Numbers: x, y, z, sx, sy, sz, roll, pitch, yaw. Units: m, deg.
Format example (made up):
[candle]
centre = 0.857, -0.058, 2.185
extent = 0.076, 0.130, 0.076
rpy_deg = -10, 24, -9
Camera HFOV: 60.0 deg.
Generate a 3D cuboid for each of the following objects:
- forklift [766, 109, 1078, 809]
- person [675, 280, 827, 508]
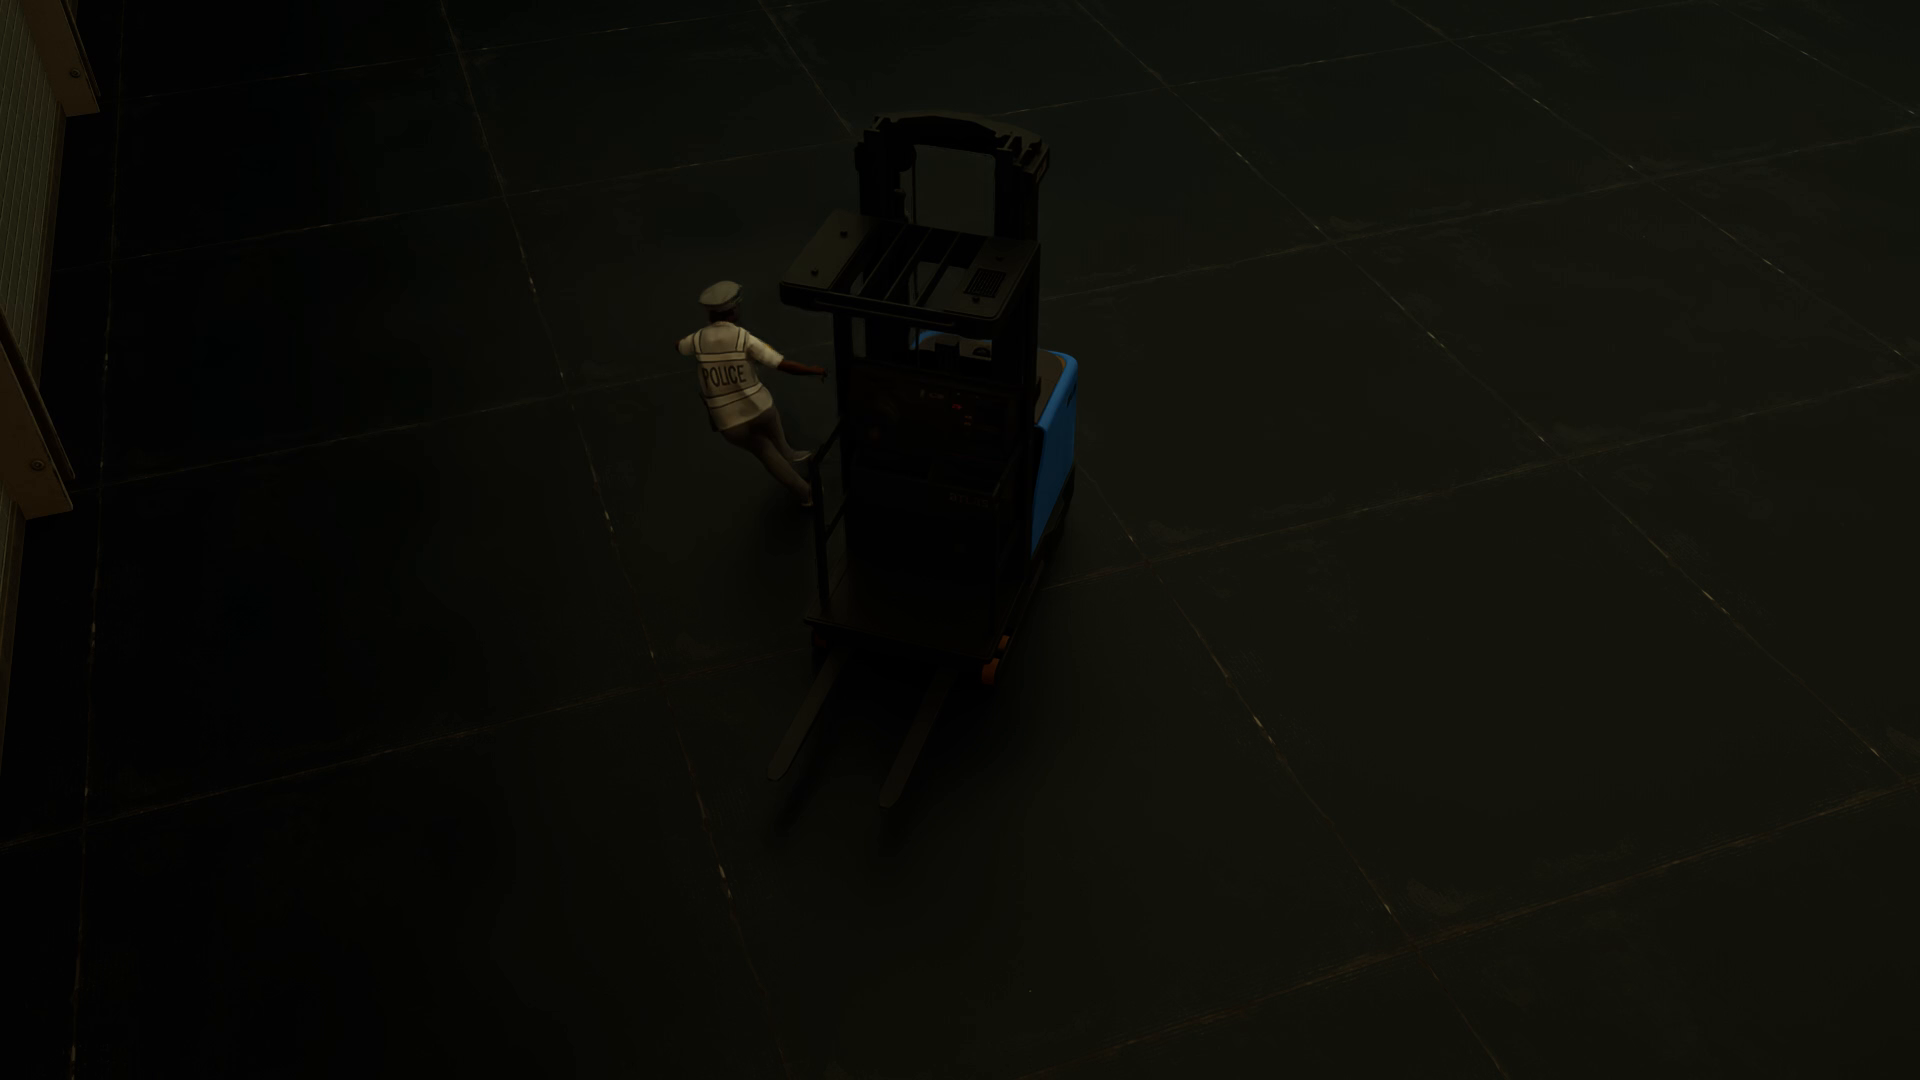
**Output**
[forklift]
centre = -0.211, -0.598, 8.708
extent = 1.130, 2.935, 3.031
rpy_deg = 12, 41, 13
[person]
centre = -1.267, -0.920, 10.276
extent = 0.899, 1.432, 0.848
rpy_deg = -7, 41, -8
